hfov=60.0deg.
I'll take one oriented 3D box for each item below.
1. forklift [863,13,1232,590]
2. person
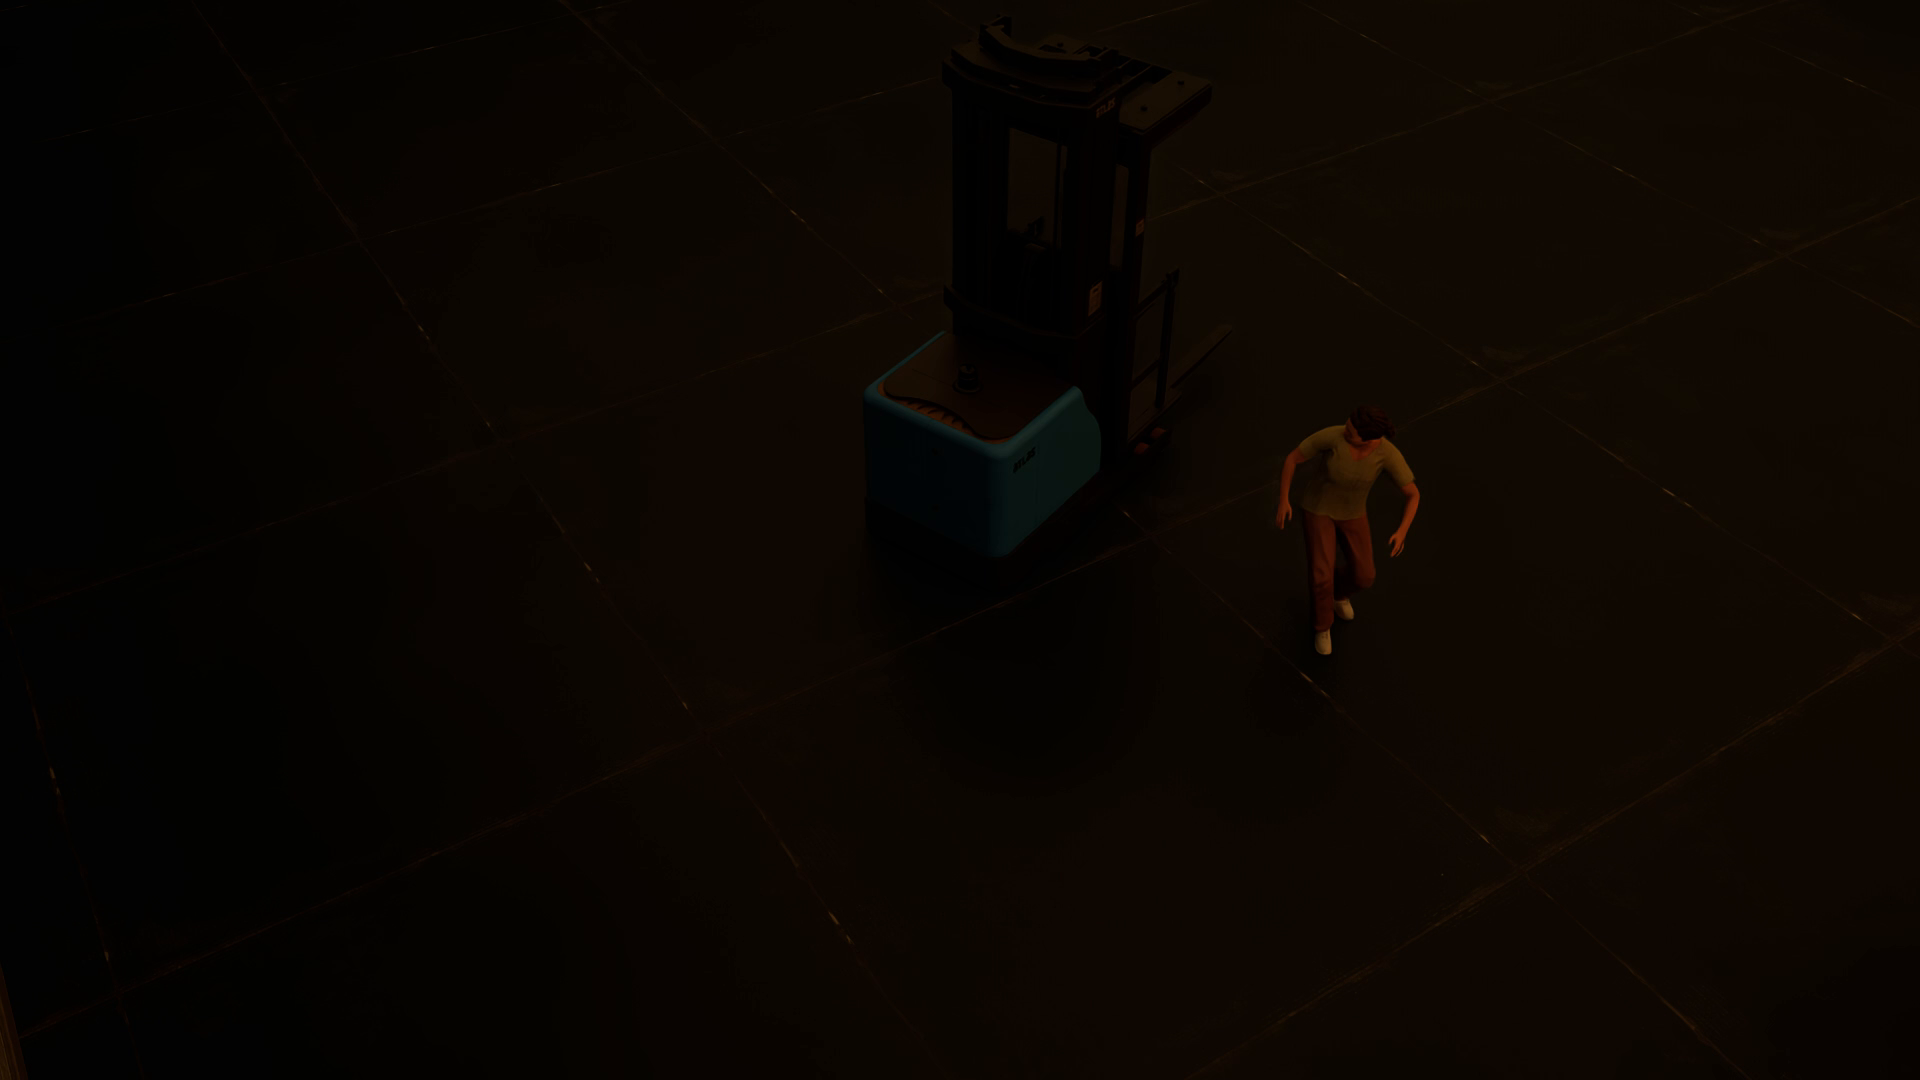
[{"bbox_3d":[0.708,-1.735,9.856,1.130,2.935,3.031,26,47,27],"label":"forklift"},{"bbox_3d":[2.063,-0.066,8.985,0.740,1.566,0.682,1,41,2],"label":"person"}]
